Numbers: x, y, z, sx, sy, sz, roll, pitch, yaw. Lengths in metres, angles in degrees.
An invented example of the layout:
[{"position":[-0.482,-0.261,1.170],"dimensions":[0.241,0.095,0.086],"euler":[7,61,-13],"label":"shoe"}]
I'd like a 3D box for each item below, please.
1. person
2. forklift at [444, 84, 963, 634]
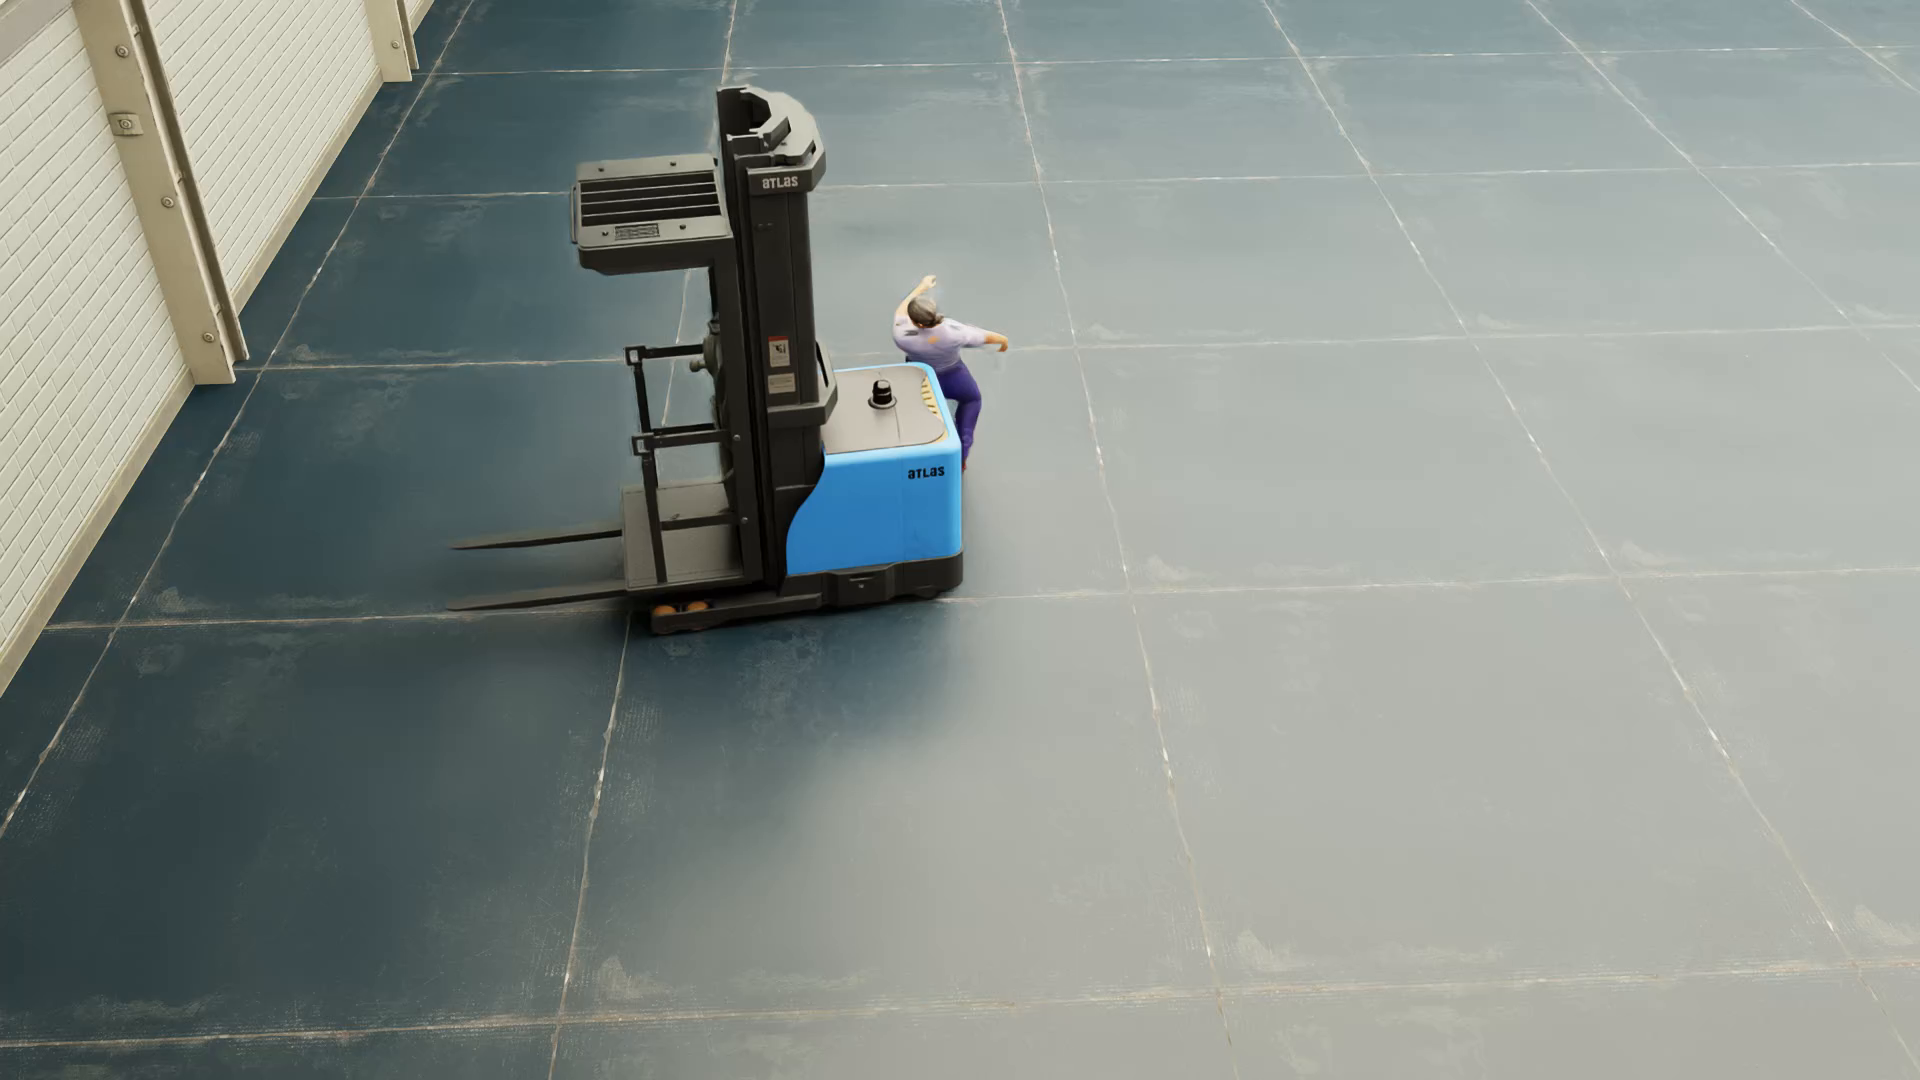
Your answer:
[{"position":[-0.079,-1.040,10.662],"dimensions":[0.900,1.424,0.773],"euler":[-14,38,-18],"label":"person"},{"position":[-1.549,-0.972,9.345],"dimensions":[3.031,2.935,1.130],"euler":[-7,37,-9],"label":"forklift"}]
